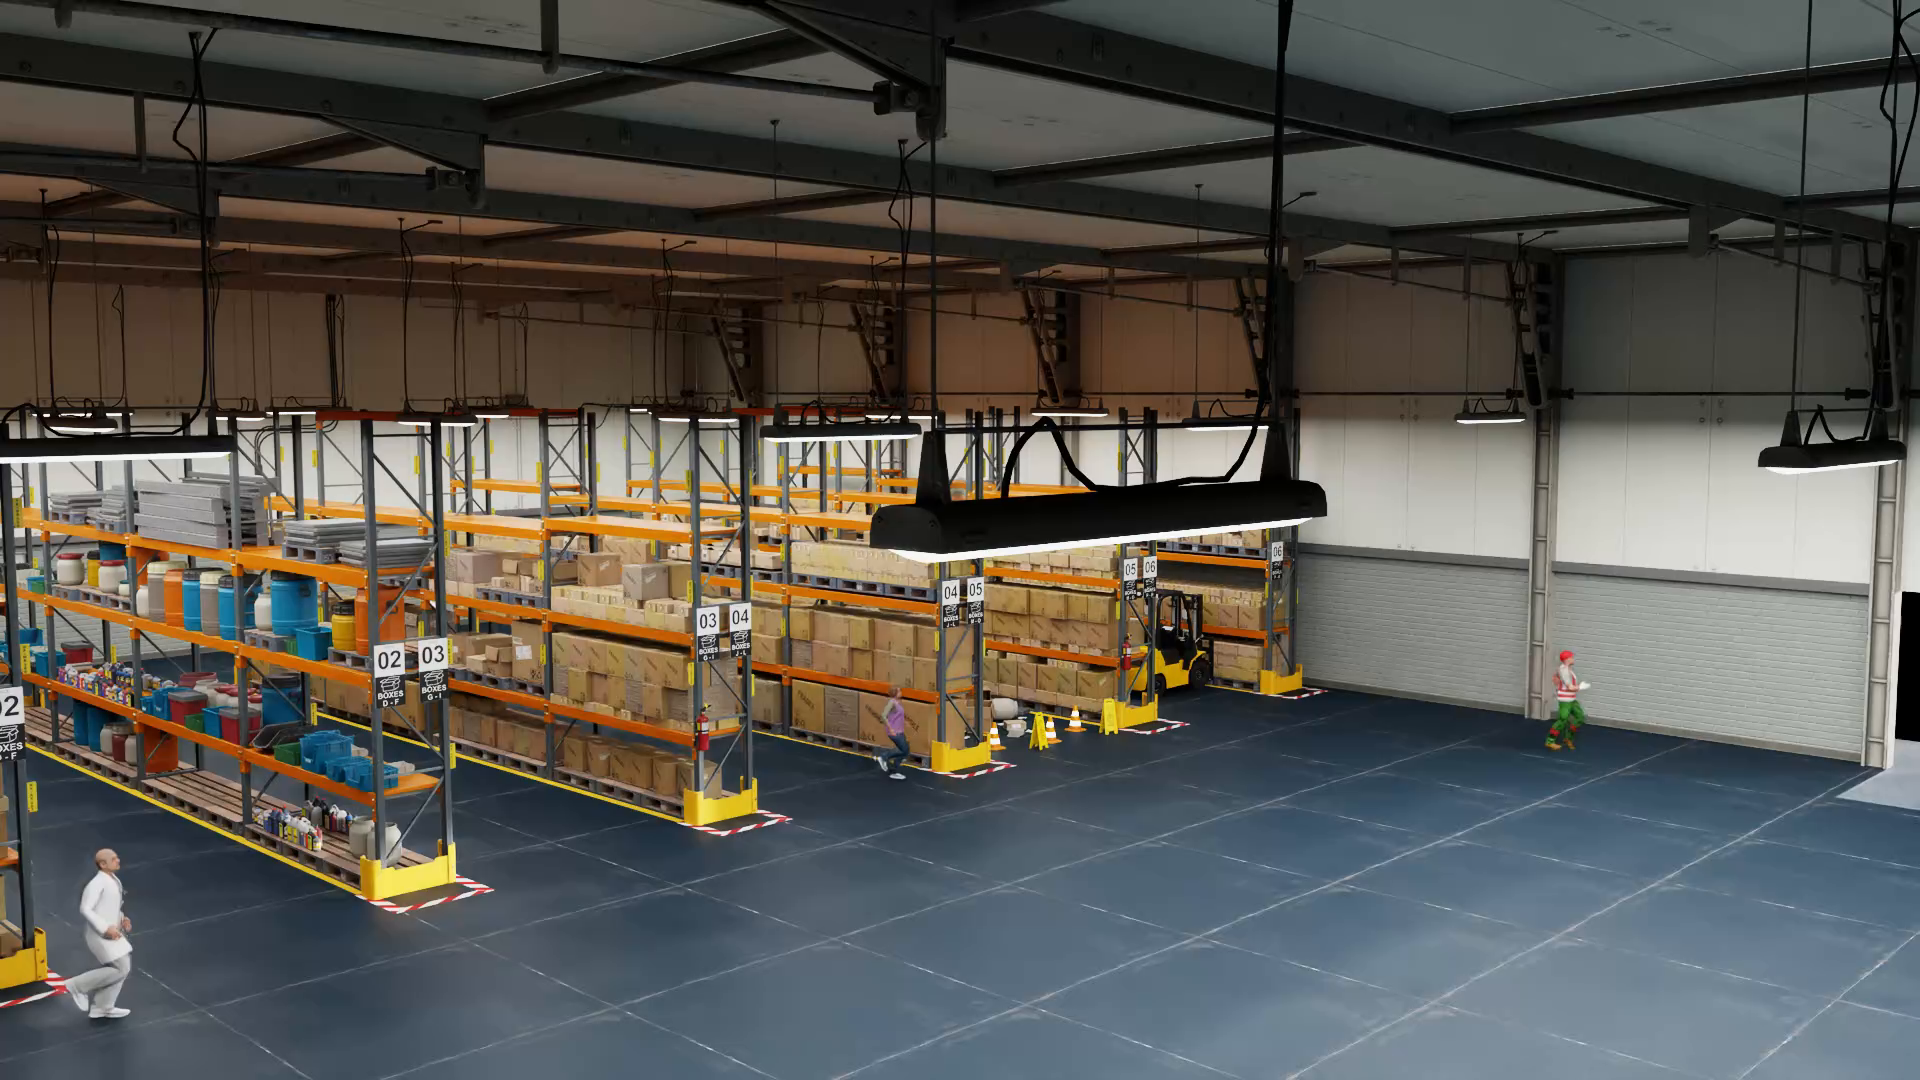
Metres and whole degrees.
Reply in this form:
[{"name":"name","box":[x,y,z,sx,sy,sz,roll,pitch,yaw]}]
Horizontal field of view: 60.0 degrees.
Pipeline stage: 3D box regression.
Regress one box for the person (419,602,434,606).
[{"name":"person","box":[-12.873,2.001,39.690,0.761,1.655,0.724,-5,7,-43]}]

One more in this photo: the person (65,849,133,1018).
[{"name":"person","box":[-8.713,3.990,16.832,0.628,1.734,0.696,-2,5,-20]}]

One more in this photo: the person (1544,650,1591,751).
[{"name":"person","box":[10.724,2.847,29.323,0.735,1.820,0.645,2,6,26]}]

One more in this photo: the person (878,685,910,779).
[{"name":"person","box":[-1.077,3.150,27.254,0.527,1.543,0.544,1,5,12]}]
